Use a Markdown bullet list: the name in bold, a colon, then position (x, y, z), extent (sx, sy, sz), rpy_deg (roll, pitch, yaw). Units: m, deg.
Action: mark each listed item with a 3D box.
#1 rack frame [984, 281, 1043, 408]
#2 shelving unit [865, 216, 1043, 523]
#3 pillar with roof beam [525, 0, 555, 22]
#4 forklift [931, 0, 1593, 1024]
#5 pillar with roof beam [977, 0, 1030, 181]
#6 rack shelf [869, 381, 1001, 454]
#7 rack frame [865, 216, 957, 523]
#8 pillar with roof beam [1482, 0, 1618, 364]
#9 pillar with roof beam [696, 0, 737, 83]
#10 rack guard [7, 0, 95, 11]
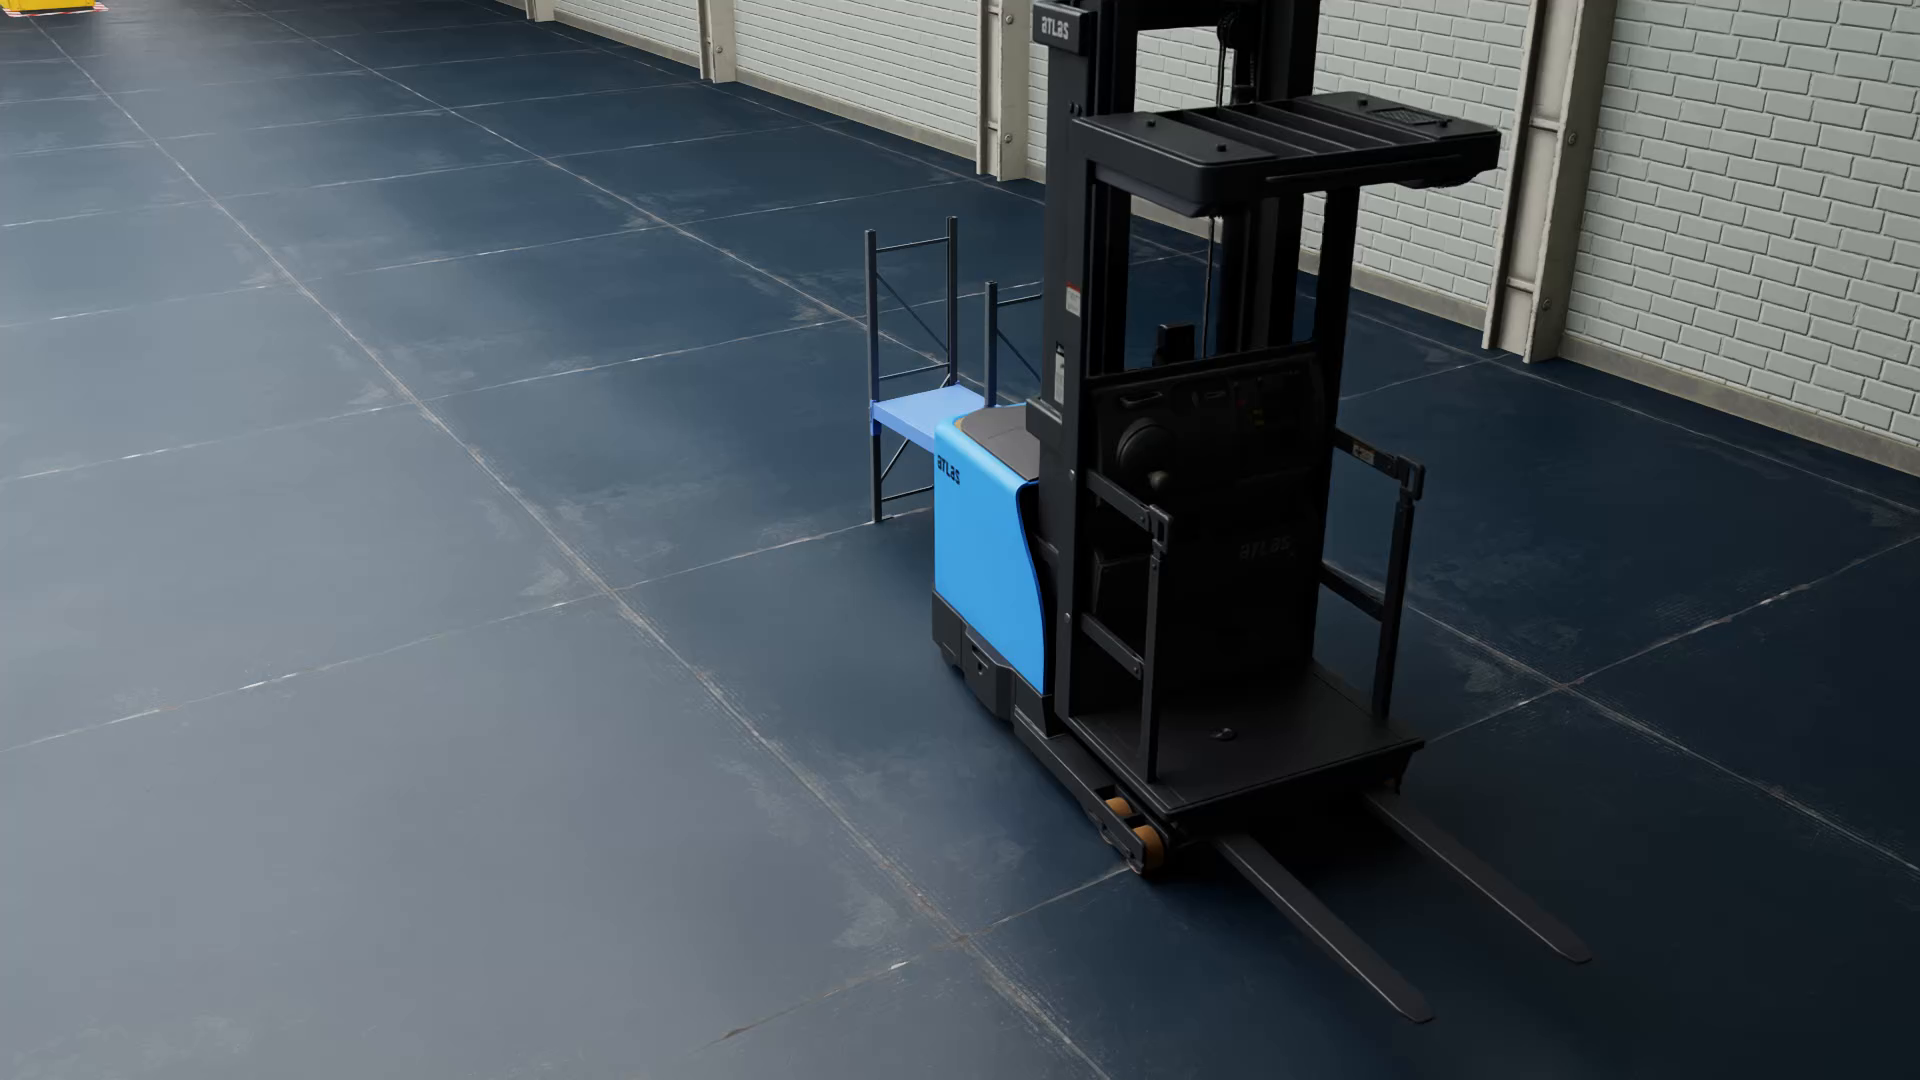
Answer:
- **rack frame**: position (0.324, -0.466, 7.480), extent (0.500, 1.500, 0.032), rpy_deg (-16, 29, -30)
- **shelving unit**: position (0.047, -0.648, 7.865), extent (0.538, 1.500, 1.048), rpy_deg (-16, 29, -30)
- **pillar with roof beam**: position (-9.770, -10.739, 20.457), extent (9.100, 9.000, 0.400), rpy_deg (-16, 29, -30)
- **forklift**: position (0.969, -0.378, 5.617), extent (1.130, 2.935, 3.031), rpy_deg (-12, 28, -23)
- **pillar with roof beam**: position (-3.219, -6.447, 11.365), extent (9.100, 9.000, 0.400), rpy_deg (-16, 29, -30)
- **rack shelf**: position (0.047, -0.485, 7.942), extent (0.538, 0.185, 1.000), rpy_deg (-16, 29, -30)
- **rack frame**: position (-0.231, -0.830, 8.250), extent (0.500, 1.500, 0.032), rpy_deg (-16, 29, -30)
- **pillar with roof beam**: position (0.056, -4.301, 6.819), extent (9.100, 9.000, 0.400), rpy_deg (-16, 29, -30)
- **pillar with roof beam**: position (-6.494, -8.593, 15.911), extent (9.100, 9.000, 0.400), rpy_deg (-16, 29, -30)
- **rack guard**: position (-14.012, -8.455, 25.575), extent (1.175, 0.500, 0.348), rpy_deg (-16, 29, -30)
